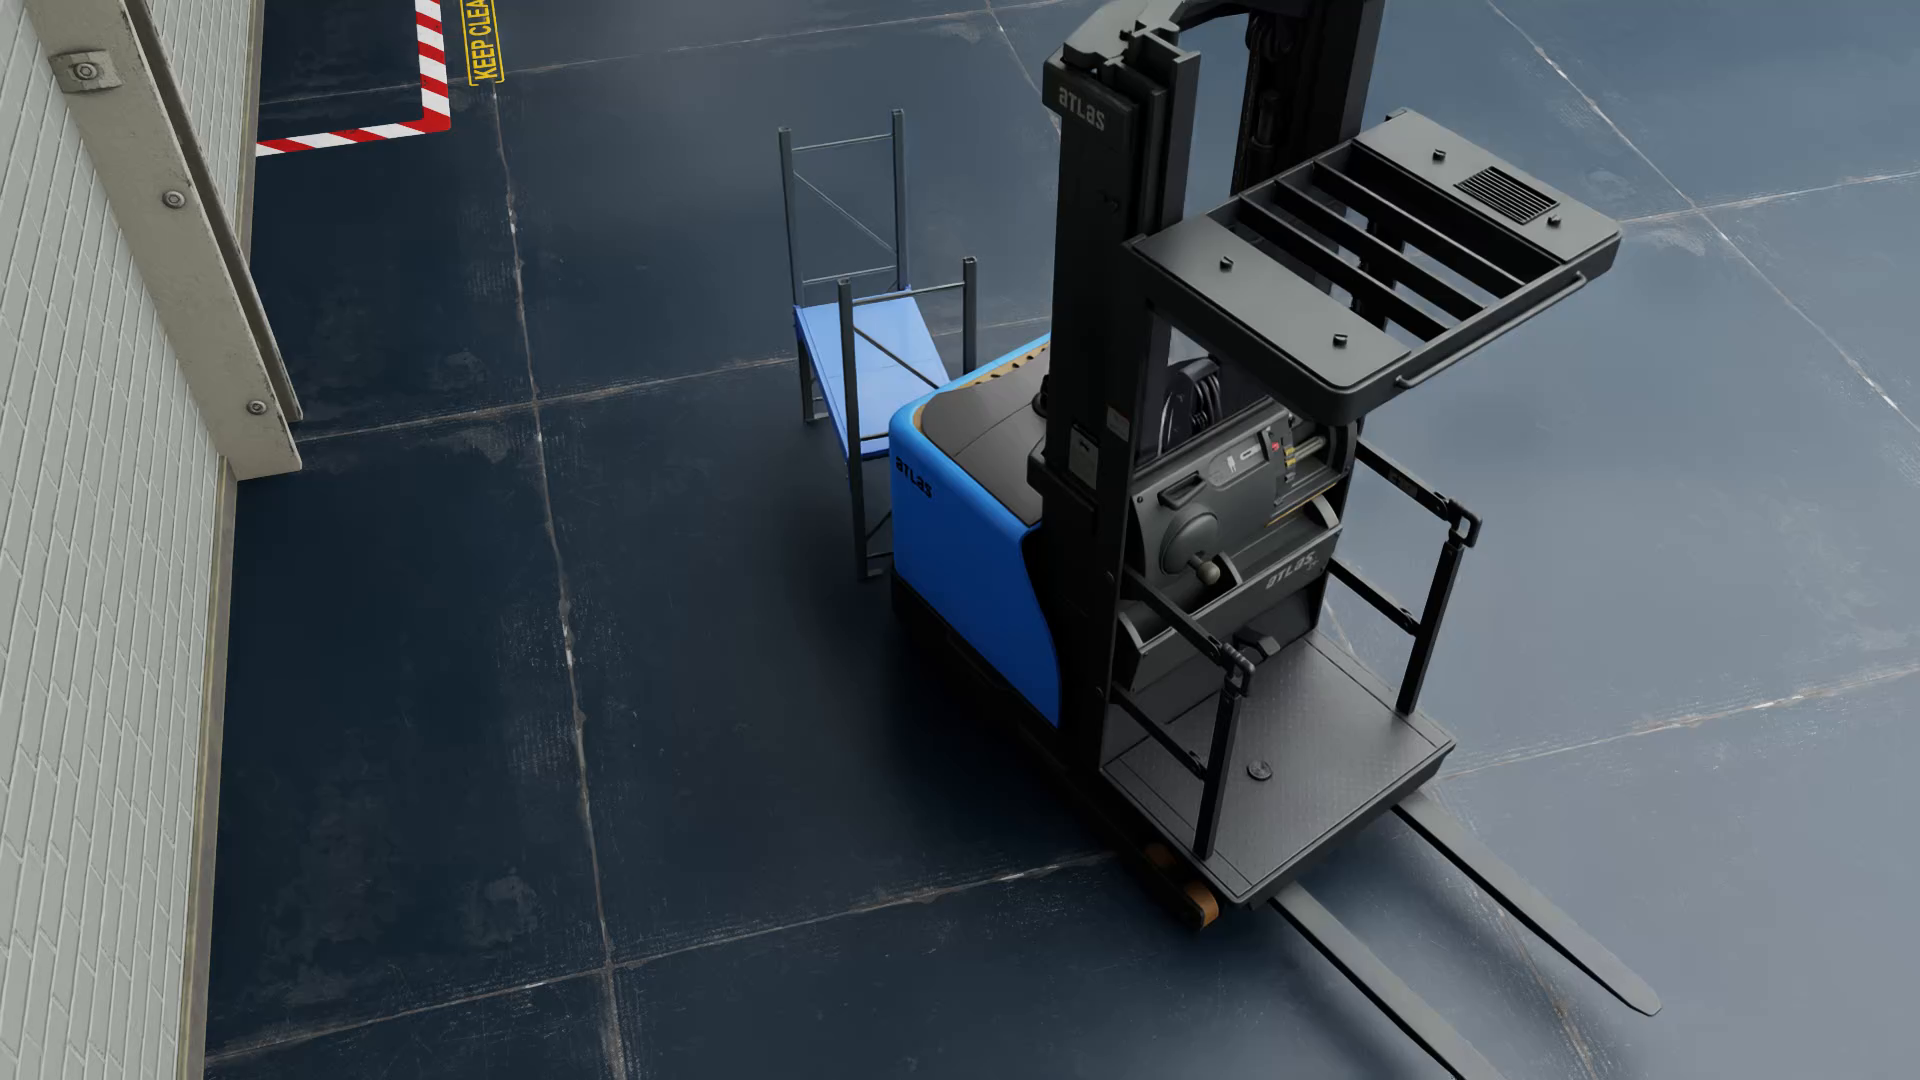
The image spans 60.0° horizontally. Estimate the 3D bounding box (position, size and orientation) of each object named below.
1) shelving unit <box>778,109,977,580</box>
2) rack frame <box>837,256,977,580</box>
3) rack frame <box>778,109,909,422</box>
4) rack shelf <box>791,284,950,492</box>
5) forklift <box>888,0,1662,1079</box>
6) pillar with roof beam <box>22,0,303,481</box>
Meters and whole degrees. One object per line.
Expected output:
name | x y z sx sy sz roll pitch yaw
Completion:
shelving unit | -0.324 -0.770 6.705 0.538 1.500 1.048 -12 47 -11
rack frame | -0.183 -0.421 6.363 0.500 1.500 0.032 -12 47 -11
rack frame | -0.465 -1.118 7.047 0.500 1.500 0.032 -12 47 -11
rack shelf | -0.324 -0.644 6.833 0.538 0.185 1.000 -12 47 -11
forklift | 1.027 -0.106 5.052 1.130 2.935 3.031 -29 52 -25
pillar with roof beam | 1.070 -4.354 4.967 9.100 9.000 0.400 -11 47 -10
